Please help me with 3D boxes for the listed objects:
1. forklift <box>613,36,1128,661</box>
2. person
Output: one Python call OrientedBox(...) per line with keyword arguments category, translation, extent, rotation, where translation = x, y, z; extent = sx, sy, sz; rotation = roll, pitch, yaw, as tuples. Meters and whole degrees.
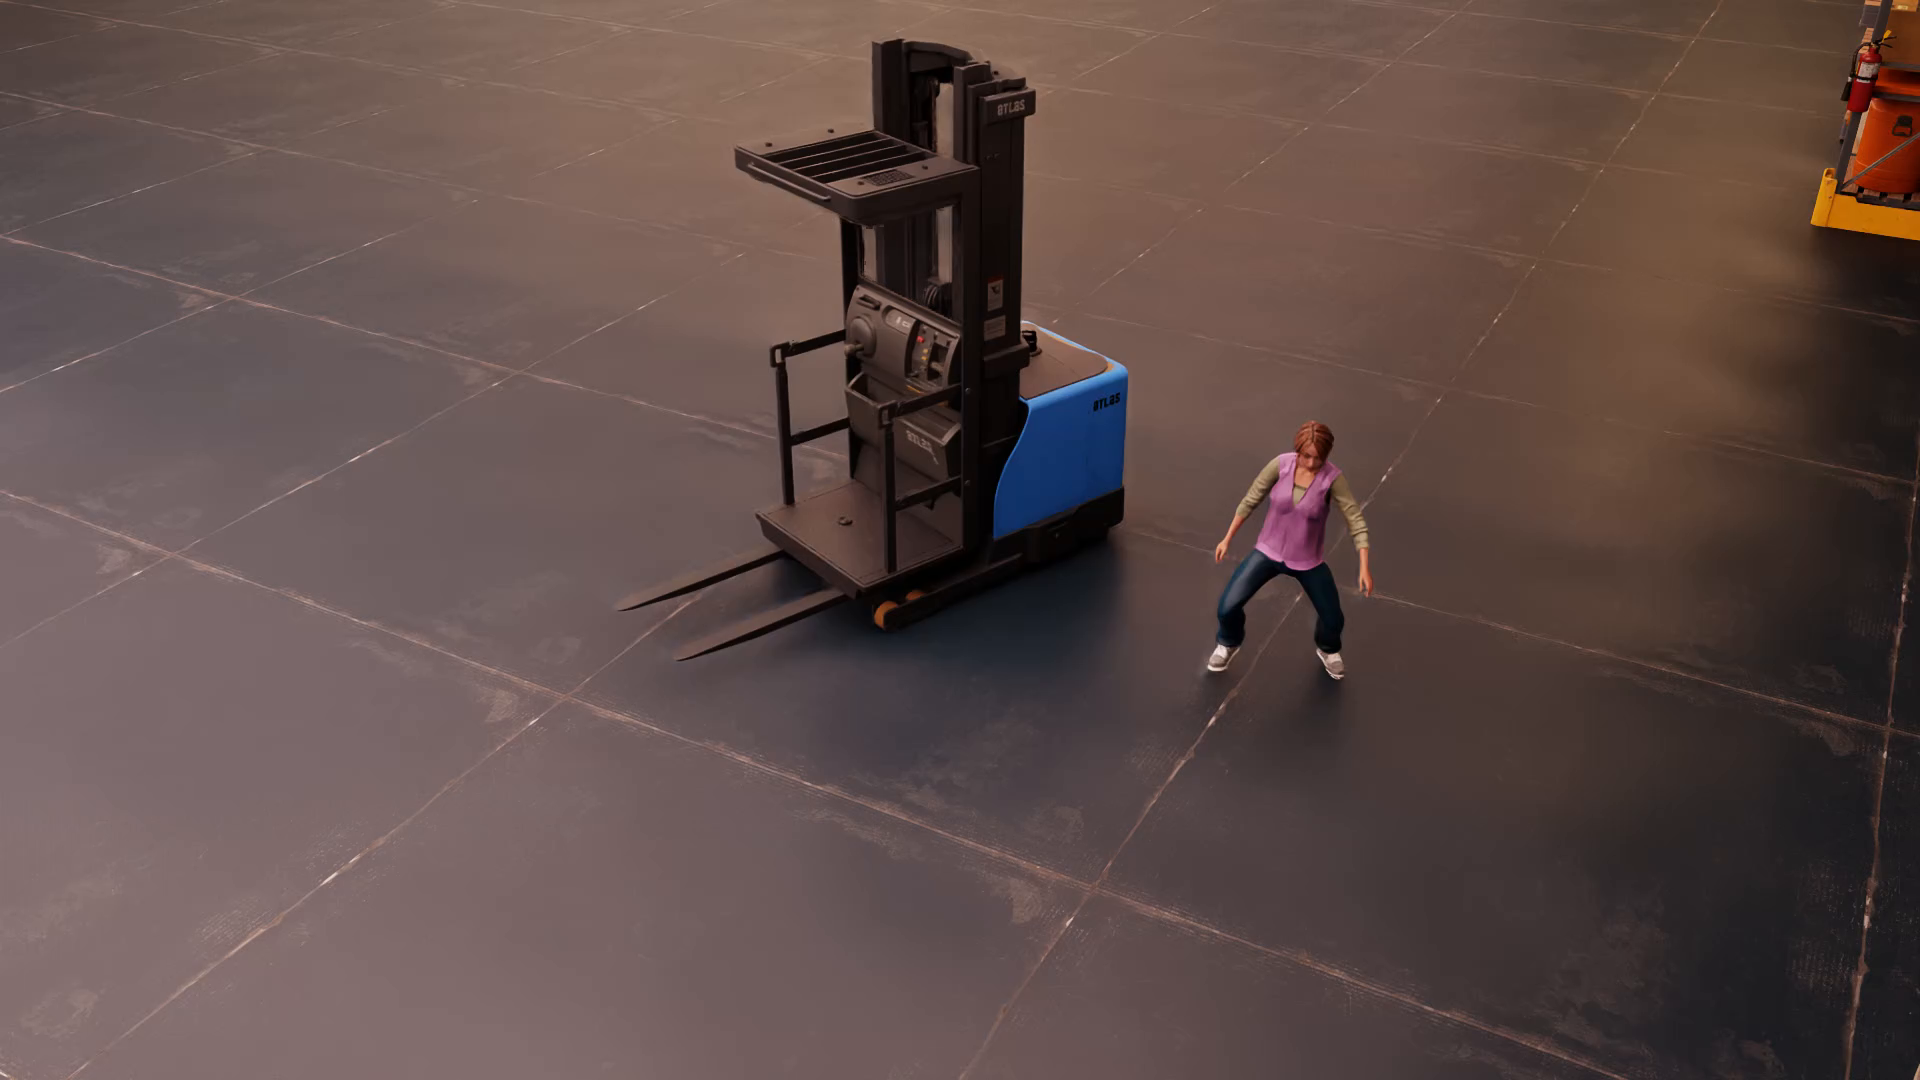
OrientedBox(category="forklift", translation=(-0.479, -1.064, 8.914), extent=(3.031, 2.935, 1.130), rotation=(-22, 37, -33))
OrientedBox(category="person", translation=(1.706, 0.081, 8.415), extent=(0.811, 1.481, 0.607), rotation=(11, 32, 18))
